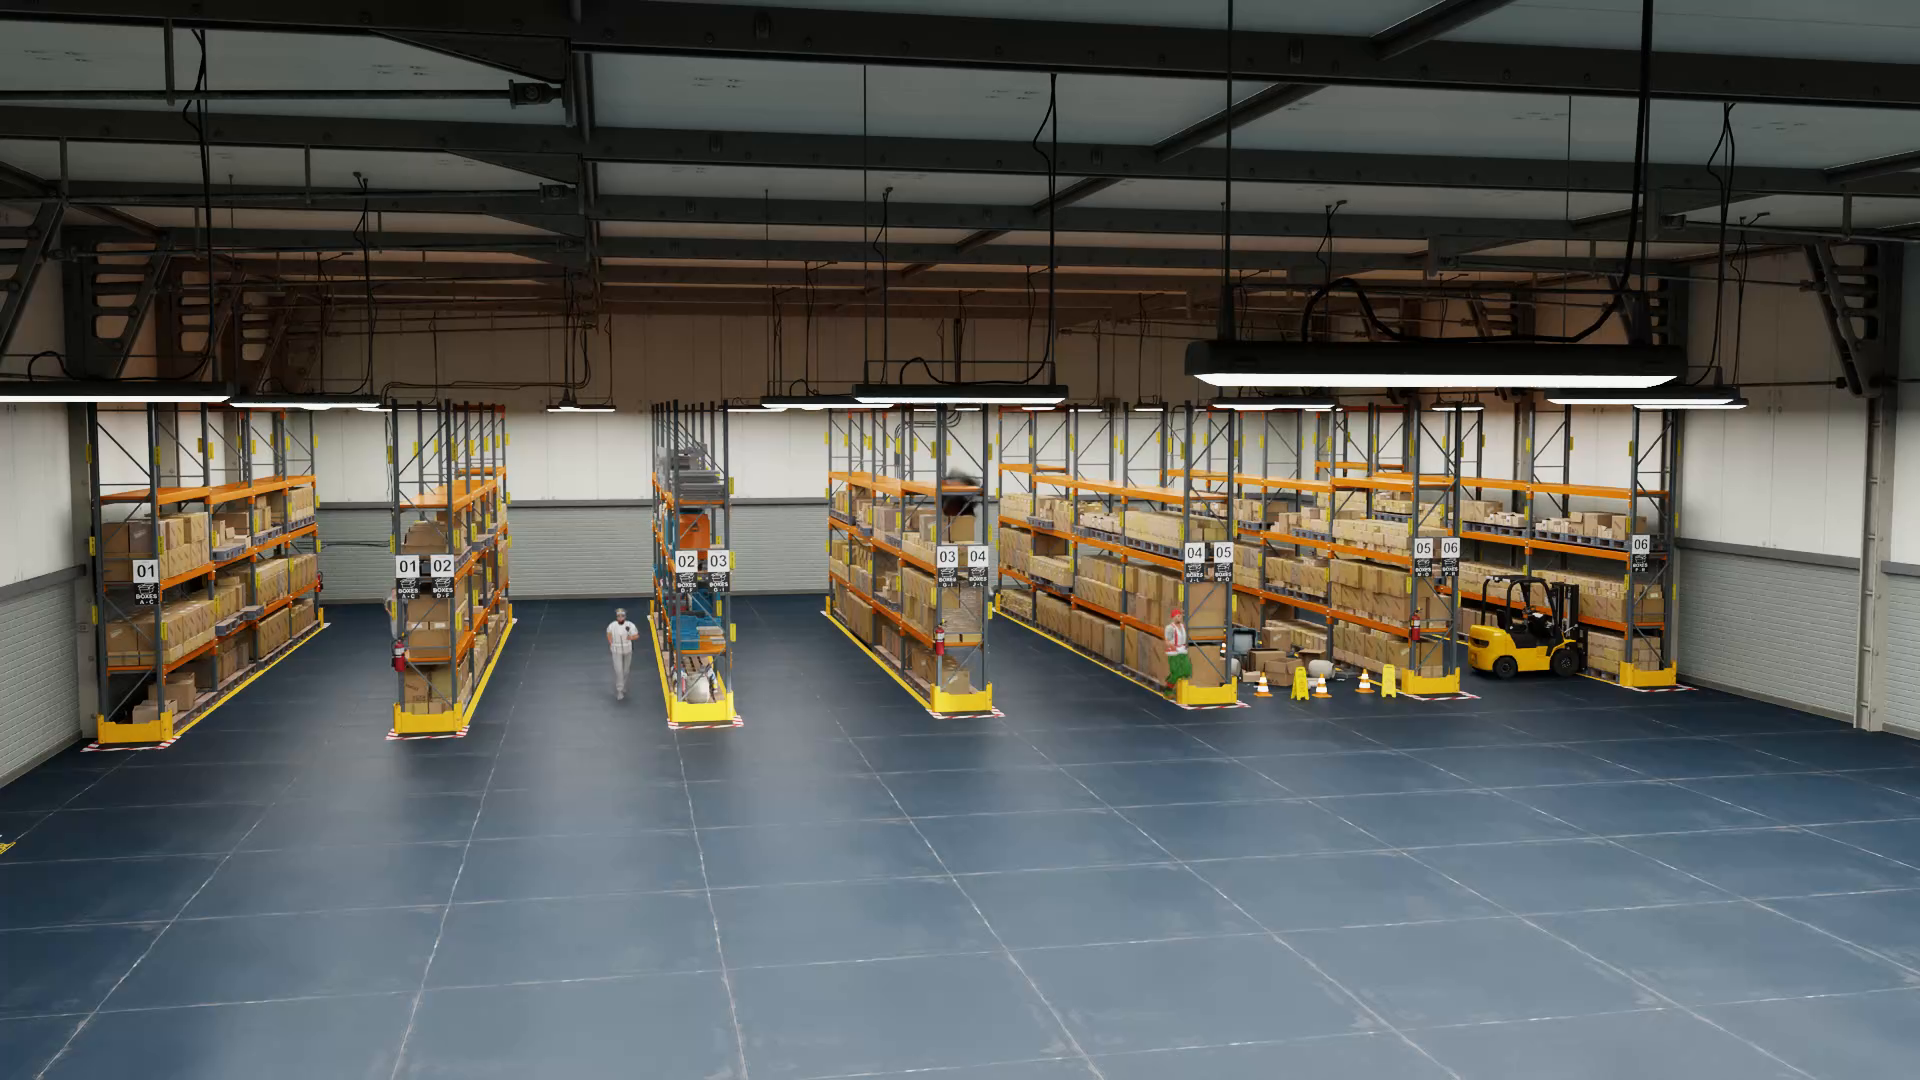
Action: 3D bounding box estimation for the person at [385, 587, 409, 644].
[{"bbox_3d":[-13.550,1.915,40.065,0.545,1.602,0.703,0,4,-6],"label":"person"}]

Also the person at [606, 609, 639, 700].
[{"bbox_3d":[-6.856,2.290,33.853,0.637,1.828,0.890,-1,4,-17],"label":"person"}]

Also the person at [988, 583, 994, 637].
[{"bbox_3d":[0.572,1.630,42.931,0.618,1.672,0.927,-2,5,-22],"label":"person"}]

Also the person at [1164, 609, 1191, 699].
[{"bbox_3d":[4.174,2.187,31.812,0.685,1.743,0.659,-4,6,-44],"label":"person"}]
